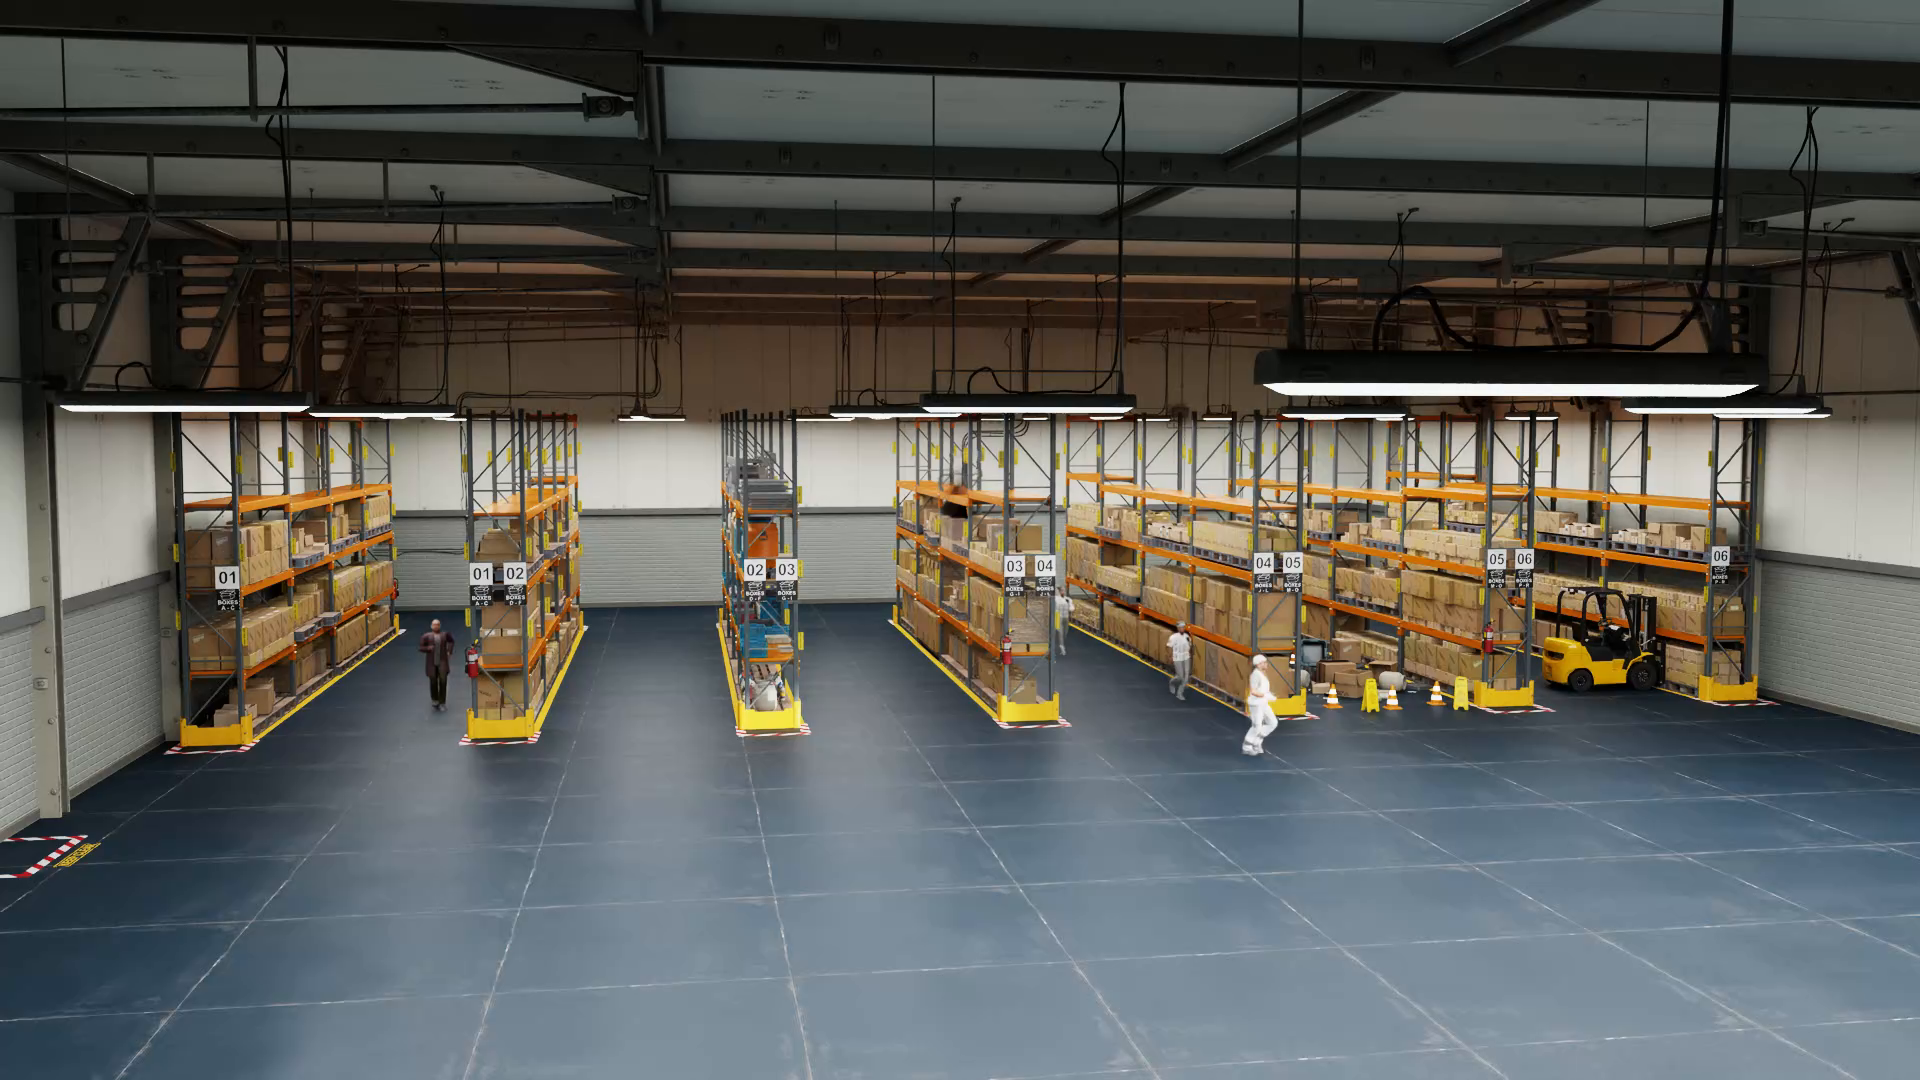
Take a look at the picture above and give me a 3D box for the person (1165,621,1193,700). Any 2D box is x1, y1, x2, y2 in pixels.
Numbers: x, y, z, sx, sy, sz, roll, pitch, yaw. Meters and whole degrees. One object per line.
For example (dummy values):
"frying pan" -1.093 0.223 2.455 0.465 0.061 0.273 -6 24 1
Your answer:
"person" 4.586 2.498 34.518 0.558 1.650 0.558 -1 4 -19

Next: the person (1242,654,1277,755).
"person" 5.177 2.841 28.602 0.652 1.754 0.635 2 5 31

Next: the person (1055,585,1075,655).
"person" 2.553 1.965 41.465 0.610 1.679 0.937 -1 4 -12

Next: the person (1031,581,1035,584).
"person" 1.970 1.596 47.214 0.572 1.649 0.810 0 4 3

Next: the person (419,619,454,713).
"person" -10.472 2.500 33.292 0.685 1.831 0.831 -1 4 -18
